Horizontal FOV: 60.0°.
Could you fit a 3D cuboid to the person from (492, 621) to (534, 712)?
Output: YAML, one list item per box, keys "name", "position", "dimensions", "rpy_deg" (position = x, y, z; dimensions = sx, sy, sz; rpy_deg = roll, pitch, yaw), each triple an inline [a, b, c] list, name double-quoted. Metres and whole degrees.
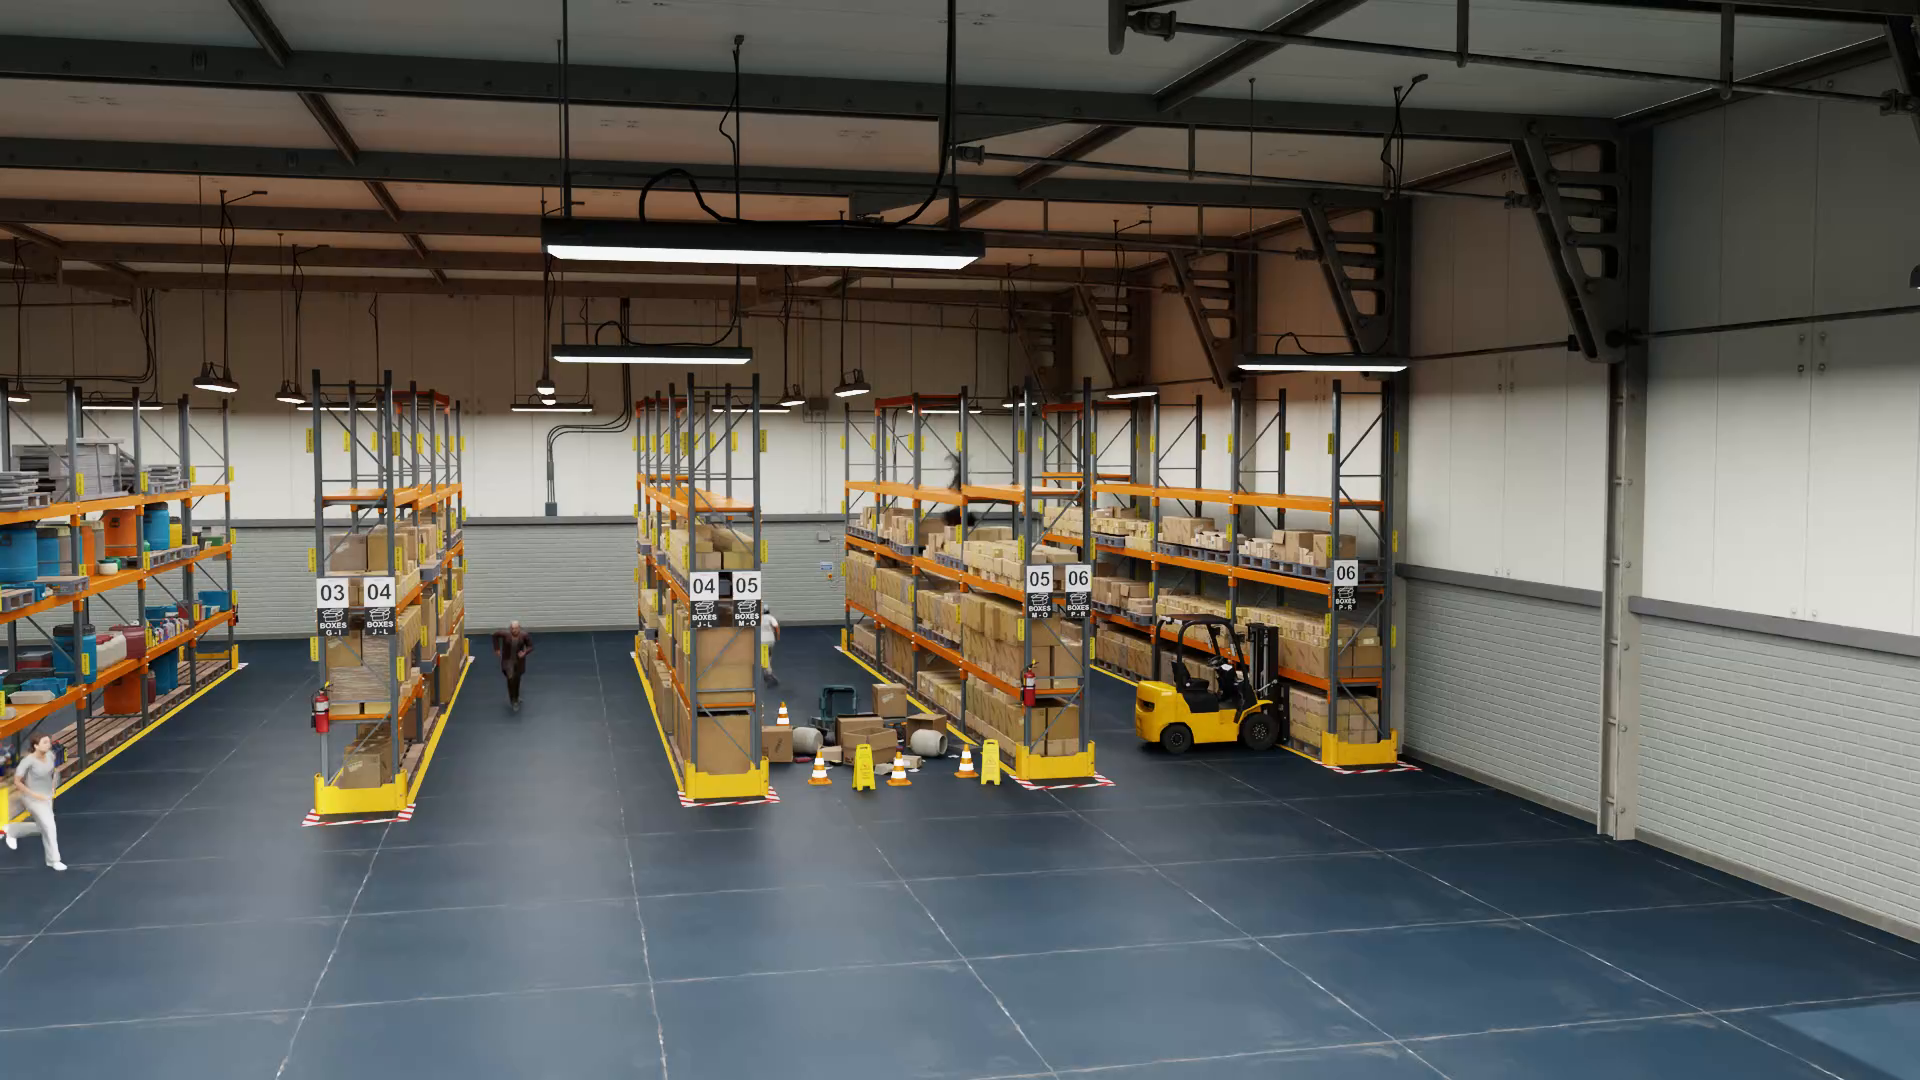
- name: "person"
  position: [-8.470, 2.366, 31.532]
  dimensions: [0.752, 1.744, 1.057]
  rpy_deg: [-1, 3, -17]

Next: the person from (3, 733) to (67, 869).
- name: "person"
  position: [-10.947, 3.078, 19.621]
  dimensions: [0.823, 1.649, 0.574]
  rpy_deg: [1, 3, 11]

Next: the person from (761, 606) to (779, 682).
- name: "person"
  position: [-4.100, 2.214, 34.942]
  dimensions: [0.603, 1.634, 0.850]
  rpy_deg: [0, 3, -7]
